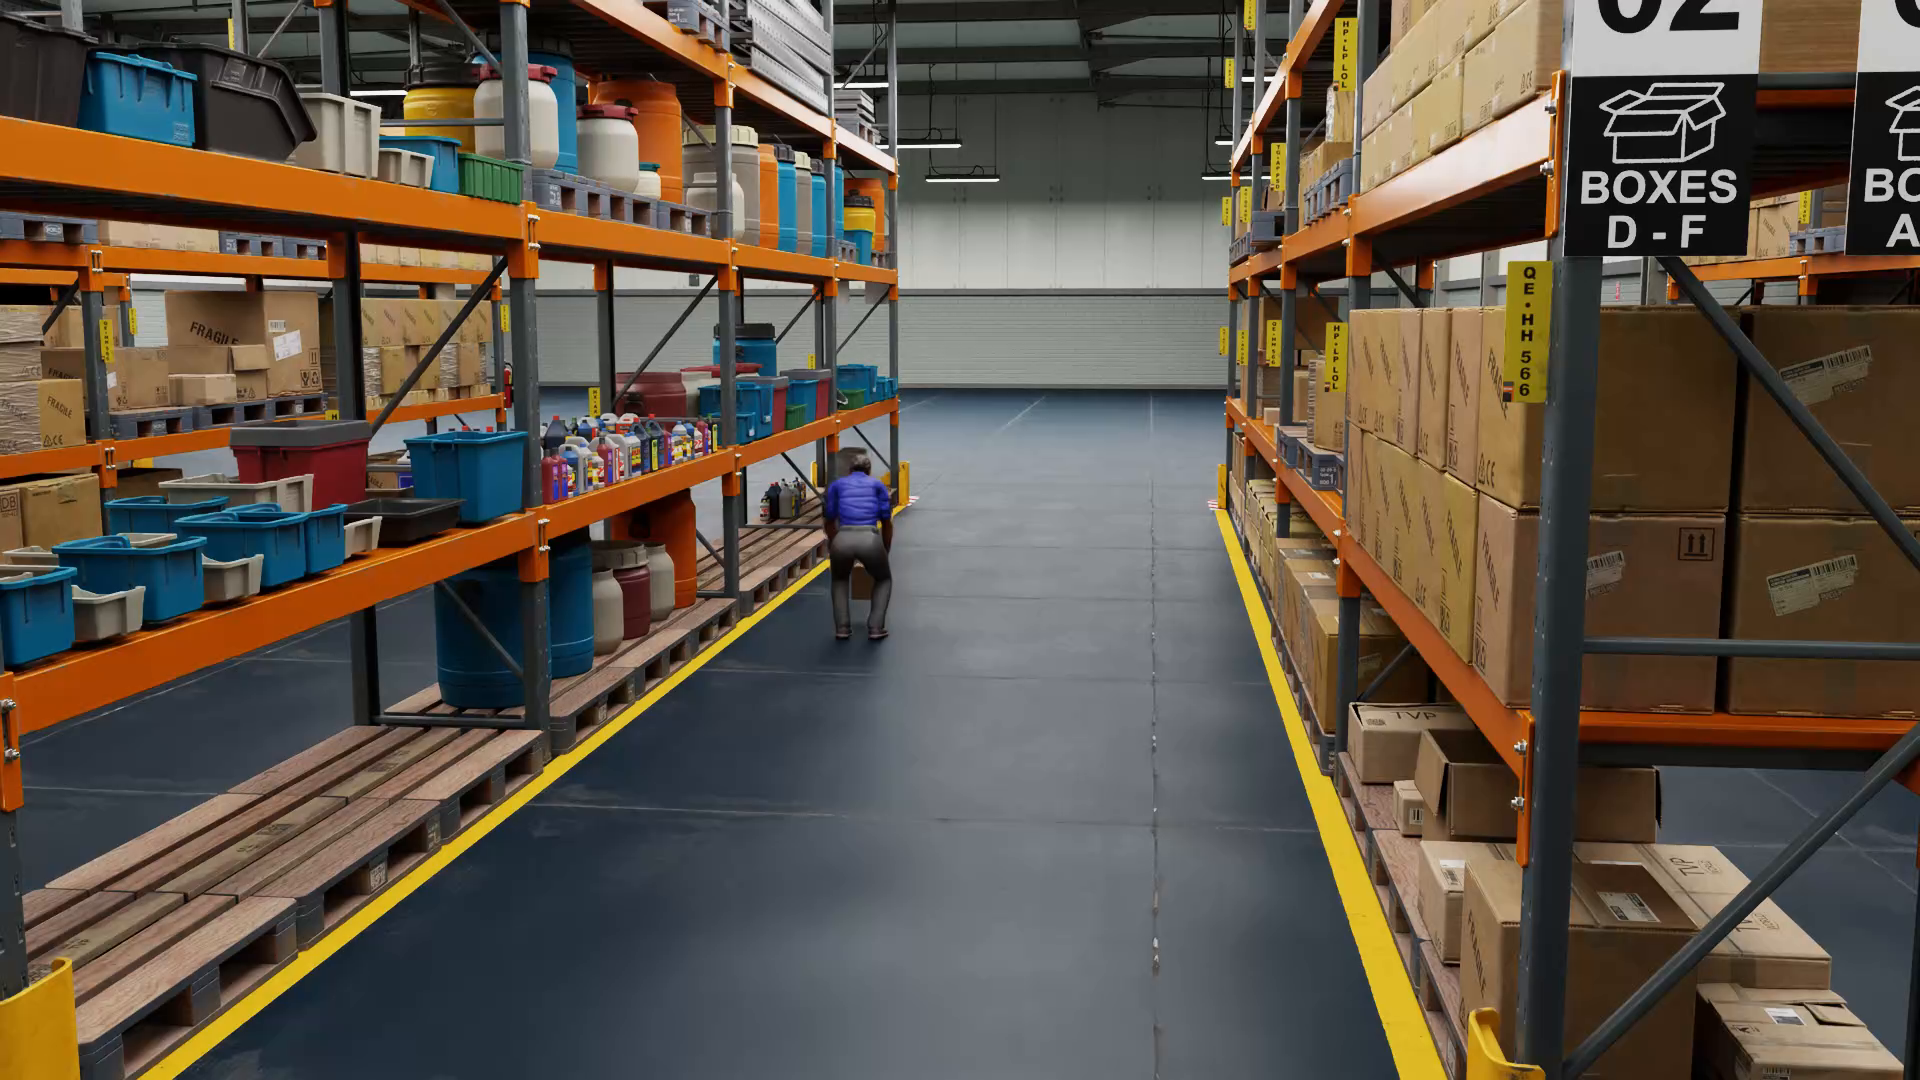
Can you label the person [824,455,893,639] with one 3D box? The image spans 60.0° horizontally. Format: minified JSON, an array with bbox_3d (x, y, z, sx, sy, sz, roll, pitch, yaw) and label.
[{"bbox_3d":[-0.742,0.053,11.872,0.499,1.280,0.682,1,8,6],"label":"person"}]
